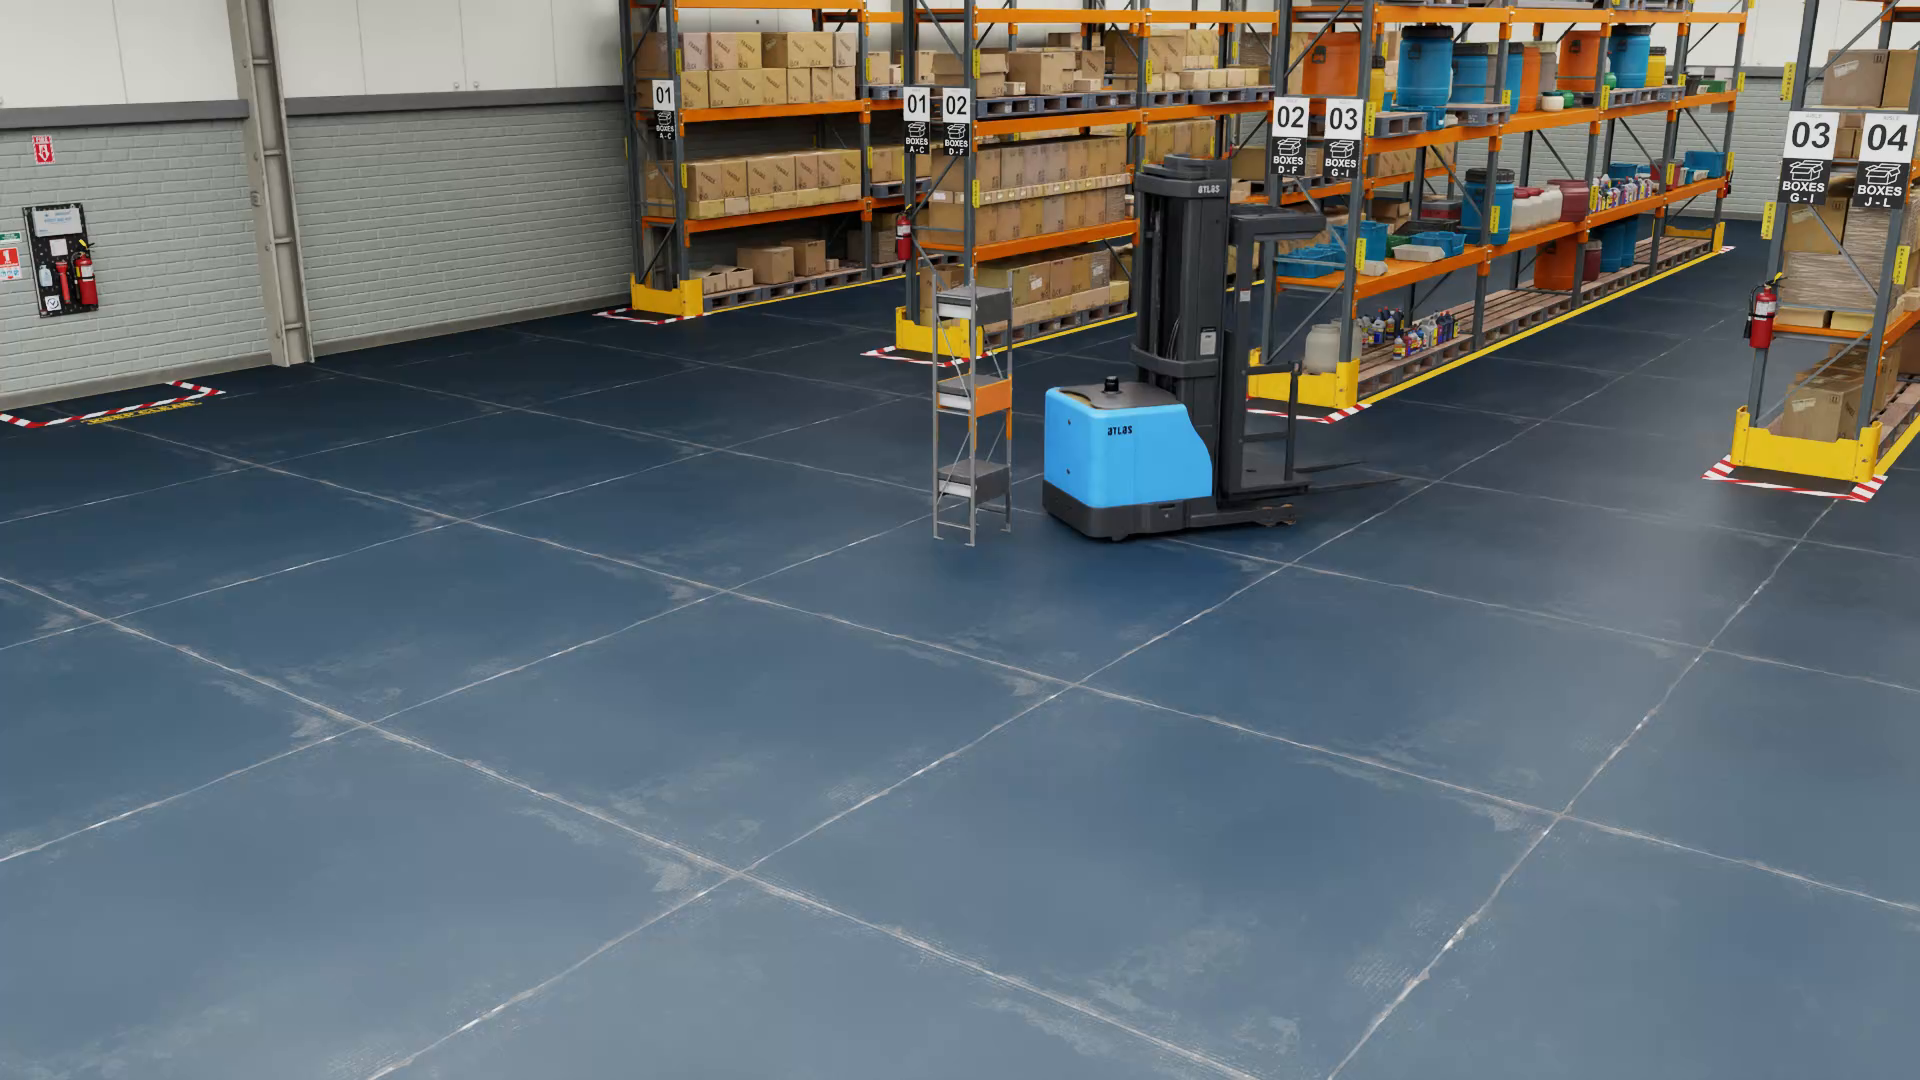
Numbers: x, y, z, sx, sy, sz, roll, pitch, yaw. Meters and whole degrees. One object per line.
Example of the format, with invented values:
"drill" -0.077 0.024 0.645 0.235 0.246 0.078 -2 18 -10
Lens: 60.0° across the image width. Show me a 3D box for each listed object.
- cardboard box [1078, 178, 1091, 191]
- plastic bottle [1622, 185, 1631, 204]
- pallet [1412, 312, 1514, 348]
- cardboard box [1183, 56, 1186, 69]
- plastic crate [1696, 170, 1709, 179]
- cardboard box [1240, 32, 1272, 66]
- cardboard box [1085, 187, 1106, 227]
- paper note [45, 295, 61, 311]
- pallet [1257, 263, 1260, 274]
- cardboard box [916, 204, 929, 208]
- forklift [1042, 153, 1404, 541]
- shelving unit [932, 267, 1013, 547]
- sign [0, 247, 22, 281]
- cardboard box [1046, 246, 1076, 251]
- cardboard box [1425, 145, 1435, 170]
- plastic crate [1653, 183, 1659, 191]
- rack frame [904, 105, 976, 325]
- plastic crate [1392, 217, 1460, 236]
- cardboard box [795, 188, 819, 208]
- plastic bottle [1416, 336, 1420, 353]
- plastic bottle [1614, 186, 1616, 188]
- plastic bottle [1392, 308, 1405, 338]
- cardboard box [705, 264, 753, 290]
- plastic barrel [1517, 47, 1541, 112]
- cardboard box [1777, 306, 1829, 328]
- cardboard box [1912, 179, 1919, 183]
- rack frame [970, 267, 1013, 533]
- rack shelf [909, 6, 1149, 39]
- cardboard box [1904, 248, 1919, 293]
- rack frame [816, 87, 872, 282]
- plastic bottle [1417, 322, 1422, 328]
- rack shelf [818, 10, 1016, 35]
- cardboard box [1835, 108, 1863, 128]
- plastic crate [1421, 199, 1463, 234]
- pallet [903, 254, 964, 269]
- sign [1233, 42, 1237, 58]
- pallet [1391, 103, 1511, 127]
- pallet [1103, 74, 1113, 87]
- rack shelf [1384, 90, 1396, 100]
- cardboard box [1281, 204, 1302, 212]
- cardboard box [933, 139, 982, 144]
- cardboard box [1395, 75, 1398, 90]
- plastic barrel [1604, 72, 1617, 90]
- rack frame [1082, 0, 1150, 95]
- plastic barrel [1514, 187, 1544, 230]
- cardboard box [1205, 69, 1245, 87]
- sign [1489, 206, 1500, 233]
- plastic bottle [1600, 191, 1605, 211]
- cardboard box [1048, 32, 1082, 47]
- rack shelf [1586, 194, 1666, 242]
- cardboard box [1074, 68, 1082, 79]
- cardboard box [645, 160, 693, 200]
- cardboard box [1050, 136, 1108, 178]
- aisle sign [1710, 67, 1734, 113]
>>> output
"cardboard box" 1.536 -4.780 22.315 0.380 0.149 0.250 12 21 34
"plastic bottle" 10.164 -5.291 25.435 0.152 0.276 0.135 12 21 35
"pallet" 6.546 -2.753 21.753 1.003 0.211 1.213 12 21 35
"cardboard box" 4.158 -9.516 33.149 0.500 0.250 0.500 12 21 33
"plastic crate" 12.919 -6.425 29.220 0.396 0.136 0.243 12 21 35
"cardboard box" 4.782 -7.780 26.327 0.500 0.500 0.500 12 21 35
"cardboard box" 1.565 -4.581 22.769 0.700 0.500 0.500 12 21 34
"paper note" -9.747 -2.547 17.872 0.016 0.148 0.142 12 21 35
"pallet" 4.992 -4.559 27.569 1.003 0.211 1.213 12 21 35
"cardboard box" -0.543 -5.540 28.234 0.500 0.250 0.500 12 21 34
"forklift" 2.258 -1.646 13.601 3.031 2.935 1.130 -6 18 -20
"shelving unit" 0.099 -1.042 13.059 0.431 2.100 0.503 12 21 35
"sign" -9.998 -2.901 17.467 0.001 0.329 0.234 12 21 35
"cardboard box" 1.314 -3.837 23.205 0.500 0.500 0.500 12 21 35
"cardboard box" 8.627 -7.276 31.447 0.500 0.500 0.500 13 21 35
"plastic crate" 11.268 -5.784 27.156 0.396 0.136 0.243 12 21 35
"rack frame" -0.250 -3.814 20.468 1.000 3.000 0.127 12 21 35
"plastic crate" 5.695 -3.759 20.395 0.767 0.338 0.504 12 21 35
"cardboard box" -2.477 -5.173 25.064 0.500 0.250 0.500 12 21 34
"plastic bottle" 5.379 -2.318 19.625 0.097 0.201 0.097 0 17 0
"plastic bottle" 10.053 -5.307 25.492 0.097 0.271 0.097 0 17 0
"plastic bottle" 5.411 -2.691 20.577 0.144 0.351 0.185 12 21 35
"cardboard box" -3.406 -3.899 24.534 0.500 0.311 0.500 15 22 39
"plastic barrel" 7.439 -6.168 22.266 0.600 0.830 0.708 12 21 35
"cardboard box" 7.708 -2.047 15.202 0.380 0.149 0.250 12 21 35
"cardboard box" 9.444 -3.289 16.420 0.500 0.500 0.500 12 21 35
"rack frame" 0.244 -1.100 13.246 0.400 2.100 0.015 12 21 35
"rack shelf" 0.942 -6.621 21.279 1.077 0.370 4.000 12 21 35
"cardboard box" 8.895 -2.748 16.363 0.875 0.500 0.500 12 21 35
"rack frame" -1.847 -5.641 26.352 1.000 3.000 0.127 12 21 35
"plastic bottle" 5.553 -2.489 20.038 0.061 0.283 0.133 12 21 35
"rack shelf" -0.656 -8.448 27.162 1.077 0.370 4.000 12 21 35
"cardboard box" 7.868 -3.777 14.870 0.380 0.149 0.250 12 21 33
"plastic crate" 6.152 -4.091 21.251 0.402 0.464 0.583 12 21 35
"pallet" -0.658 -4.787 28.303 1.003 0.211 1.213 12 21 35
"sign" 5.730 -10.218 34.672 0.100 0.325 0.005 12 21 35
"pallet" 5.758 -5.044 19.689 1.213 0.211 1.003 12 21 35
"pallet" 2.413 -8.661 31.340 0.805 0.209 1.217 11 21 33
"rack shelf" 8.092 -8.238 30.868 1.077 0.370 4.000 12 21 35
"cardboard box" 5.522 -5.617 28.482 0.500 0.250 0.500 12 21 34
"cardboard box" -0.047 -6.600 28.530 0.700 0.500 0.500 10 20 30
"cardboard box" 7.690 -8.224 29.863 0.500 0.250 0.500 12 21 35
"plastic barrel" 9.309 -6.614 23.980 0.294 0.245 0.294 0 17 0
"rack frame" 2.133 -7.632 22.647 1.000 3.000 0.127 12 21 35
"plastic barrel" 7.550 -4.423 22.198 0.433 0.535 0.433 0 17 0
"cardboard box" 3.994 -7.035 25.327 0.500 0.250 0.500 13 22 36
"sign" 6.544 -3.923 20.352 0.100 0.325 0.005 12 21 35
"plastic bottle" 9.402 -4.968 24.380 0.061 0.283 0.133 12 21 35
"cardboard box" 1.973 -9.275 30.820 0.500 0.250 0.500 12 21 33
"rack shelf" 9.684 -4.976 25.423 1.077 0.370 4.000 12 21 35
"cardboard box" 1.300 -6.222 22.371 0.500 0.311 0.500 11 20 32
"cardboard box" -4.120 -5.135 23.675 0.500 0.500 0.500 12 21 34
"cardboard box" 1.574 -5.207 22.597 0.700 0.500 0.500 12 21 35
"aisle sign" 13.537 -7.956 29.421 0.394 0.787 0.004 12 21 35
